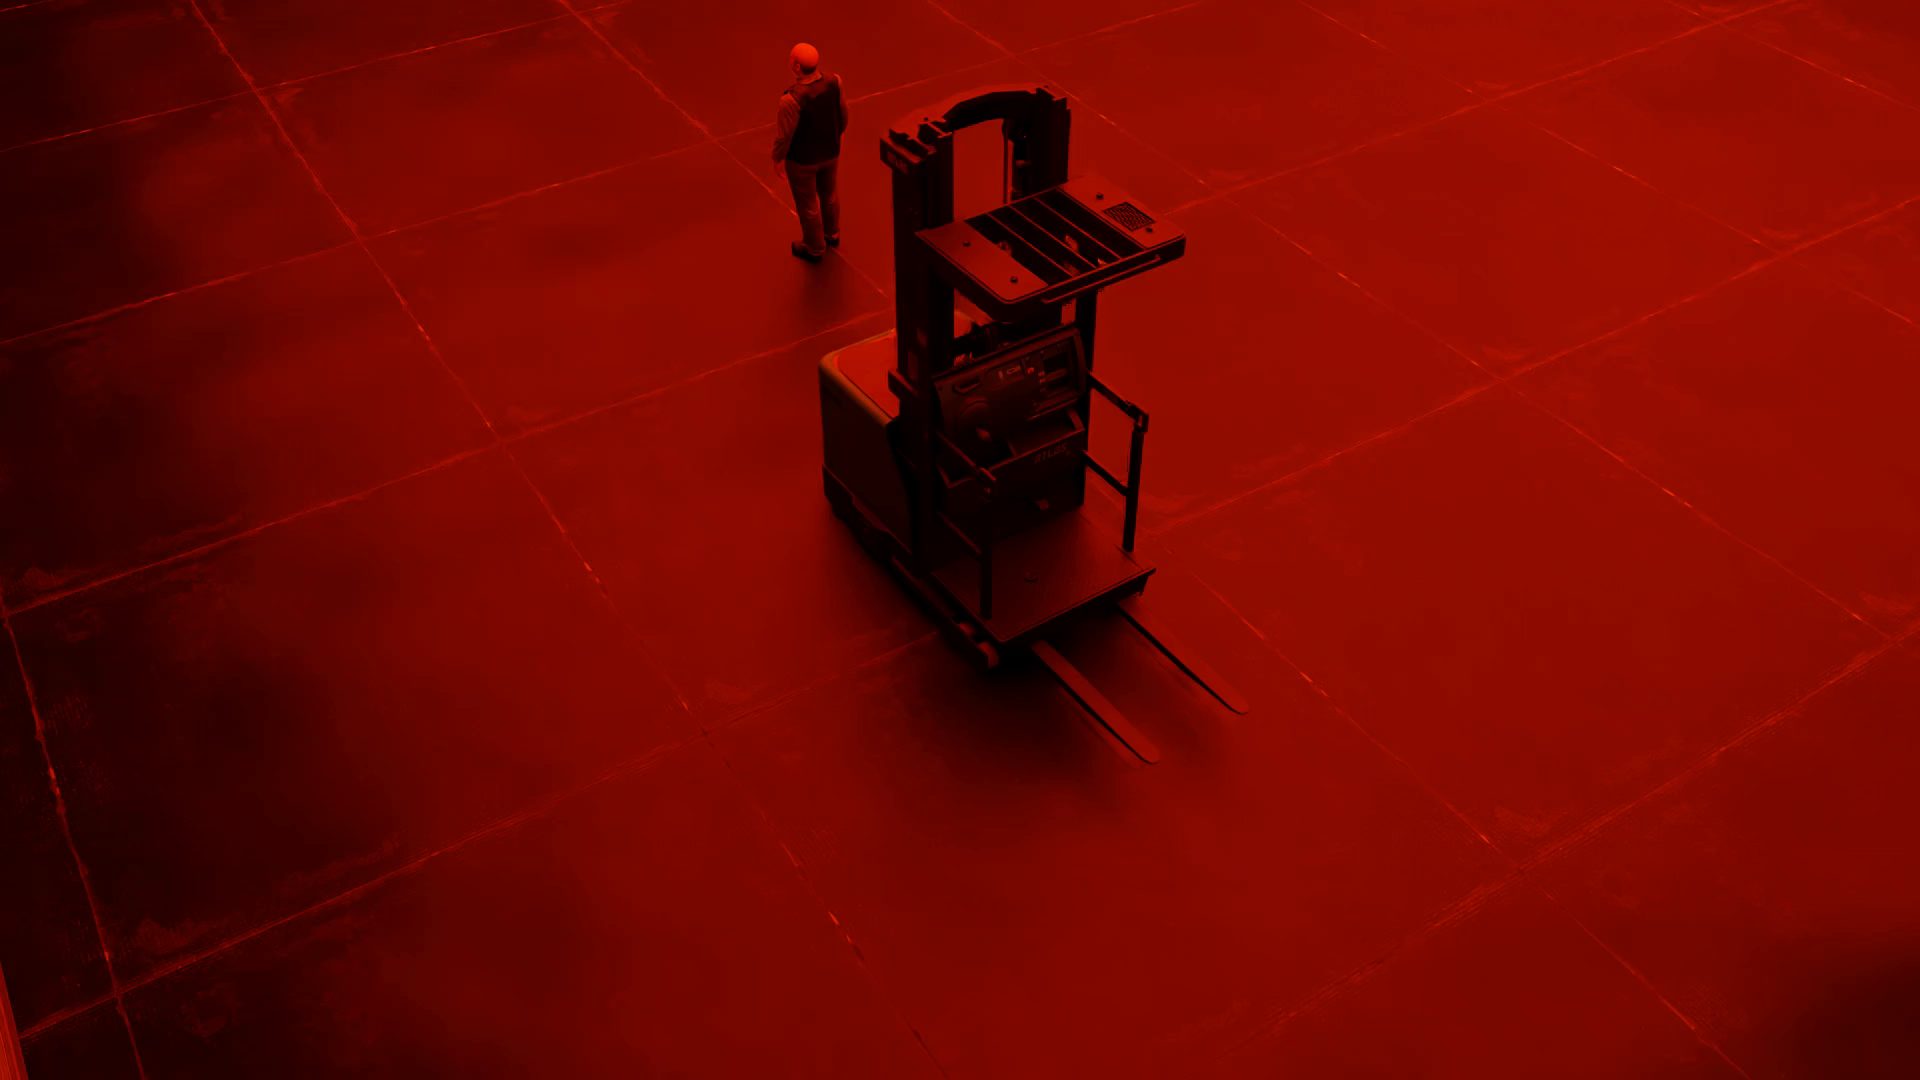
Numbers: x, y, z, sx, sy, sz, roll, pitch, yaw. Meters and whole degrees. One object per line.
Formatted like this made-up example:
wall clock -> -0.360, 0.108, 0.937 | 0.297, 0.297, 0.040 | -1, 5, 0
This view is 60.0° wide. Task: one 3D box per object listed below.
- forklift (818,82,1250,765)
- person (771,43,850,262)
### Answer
forklift -> 0.399, -0.741, 8.719 | 1.130, 2.935, 3.031 | -24, 47, -25
person -> -1.111, -2.812, 11.996 | 0.634, 1.723, 0.566 | -29, 49, -29
